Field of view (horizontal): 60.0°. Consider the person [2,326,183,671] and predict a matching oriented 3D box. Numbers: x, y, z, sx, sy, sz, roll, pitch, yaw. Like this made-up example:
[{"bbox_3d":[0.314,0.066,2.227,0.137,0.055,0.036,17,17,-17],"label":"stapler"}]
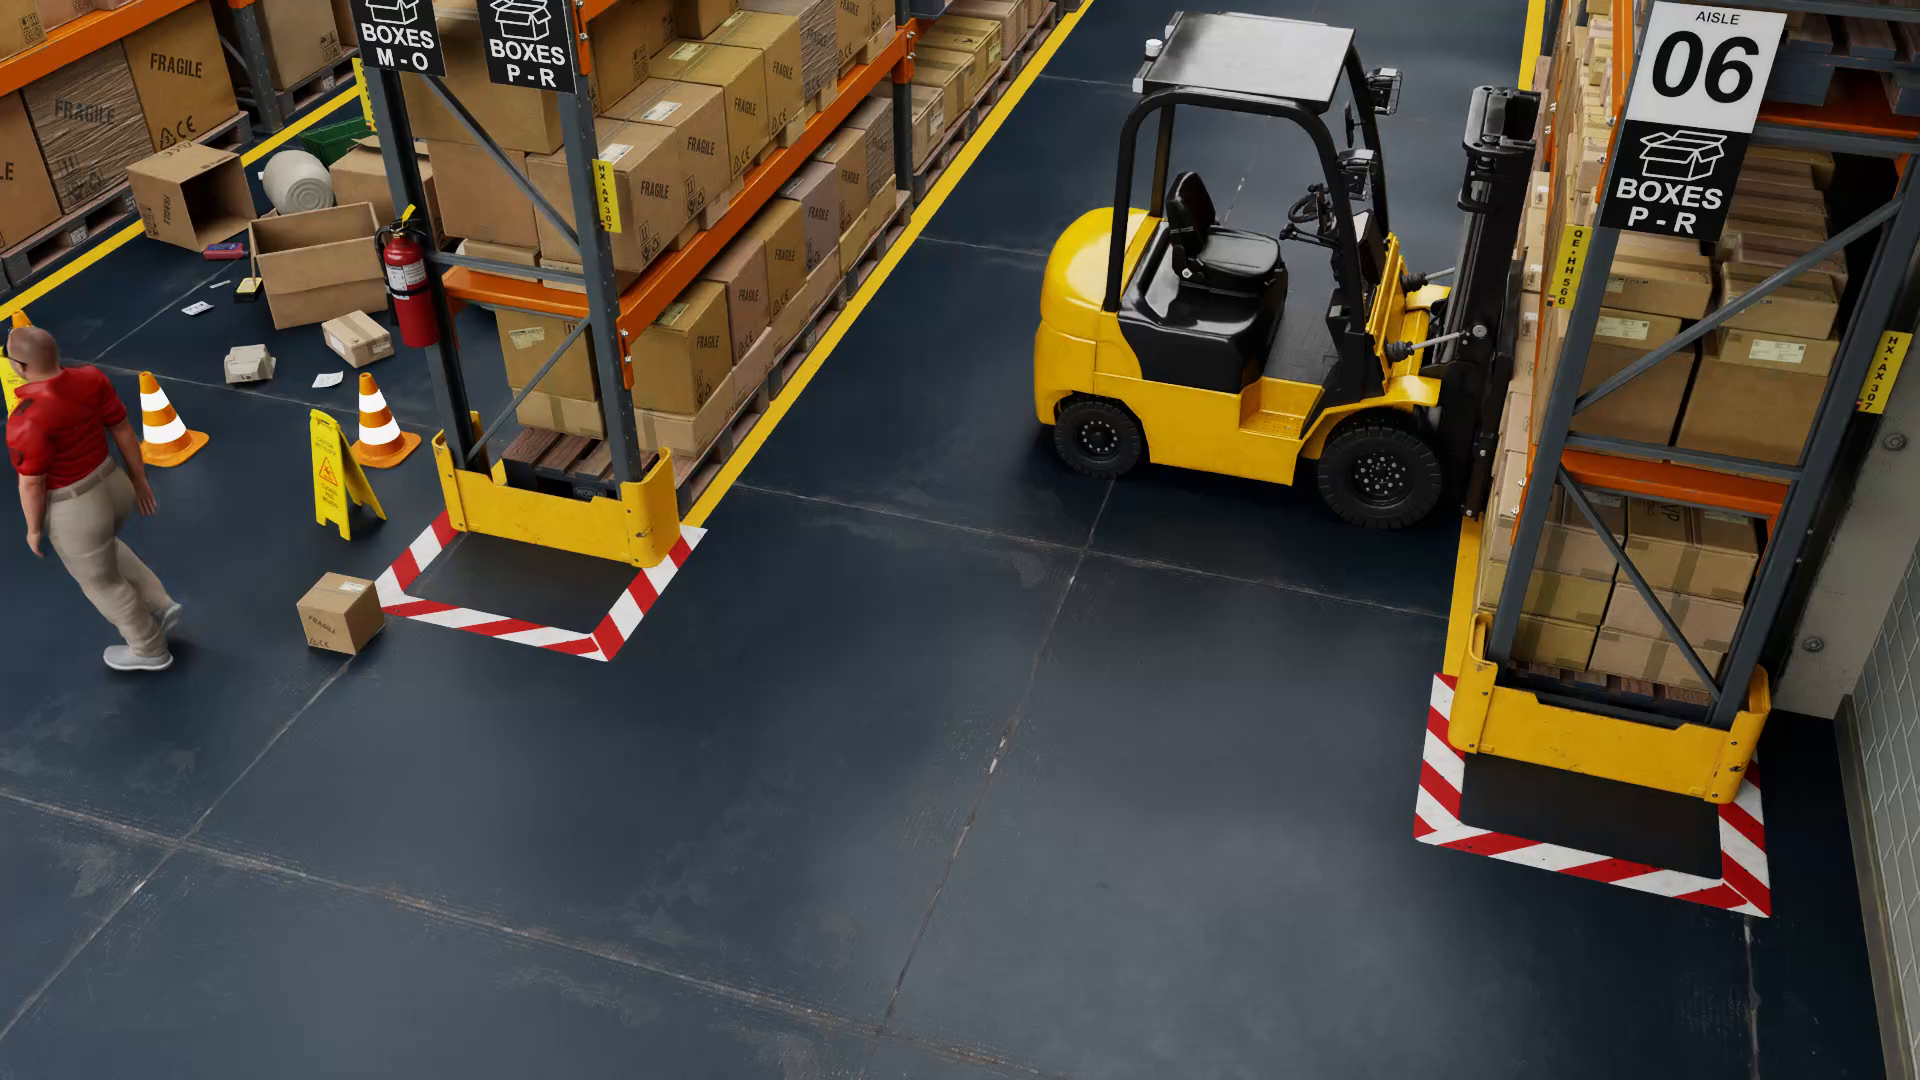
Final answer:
[{"bbox_3d":[-3.773,-0.147,7.101,0.447,1.753,0.528,6,37,9],"label":"person"}]
